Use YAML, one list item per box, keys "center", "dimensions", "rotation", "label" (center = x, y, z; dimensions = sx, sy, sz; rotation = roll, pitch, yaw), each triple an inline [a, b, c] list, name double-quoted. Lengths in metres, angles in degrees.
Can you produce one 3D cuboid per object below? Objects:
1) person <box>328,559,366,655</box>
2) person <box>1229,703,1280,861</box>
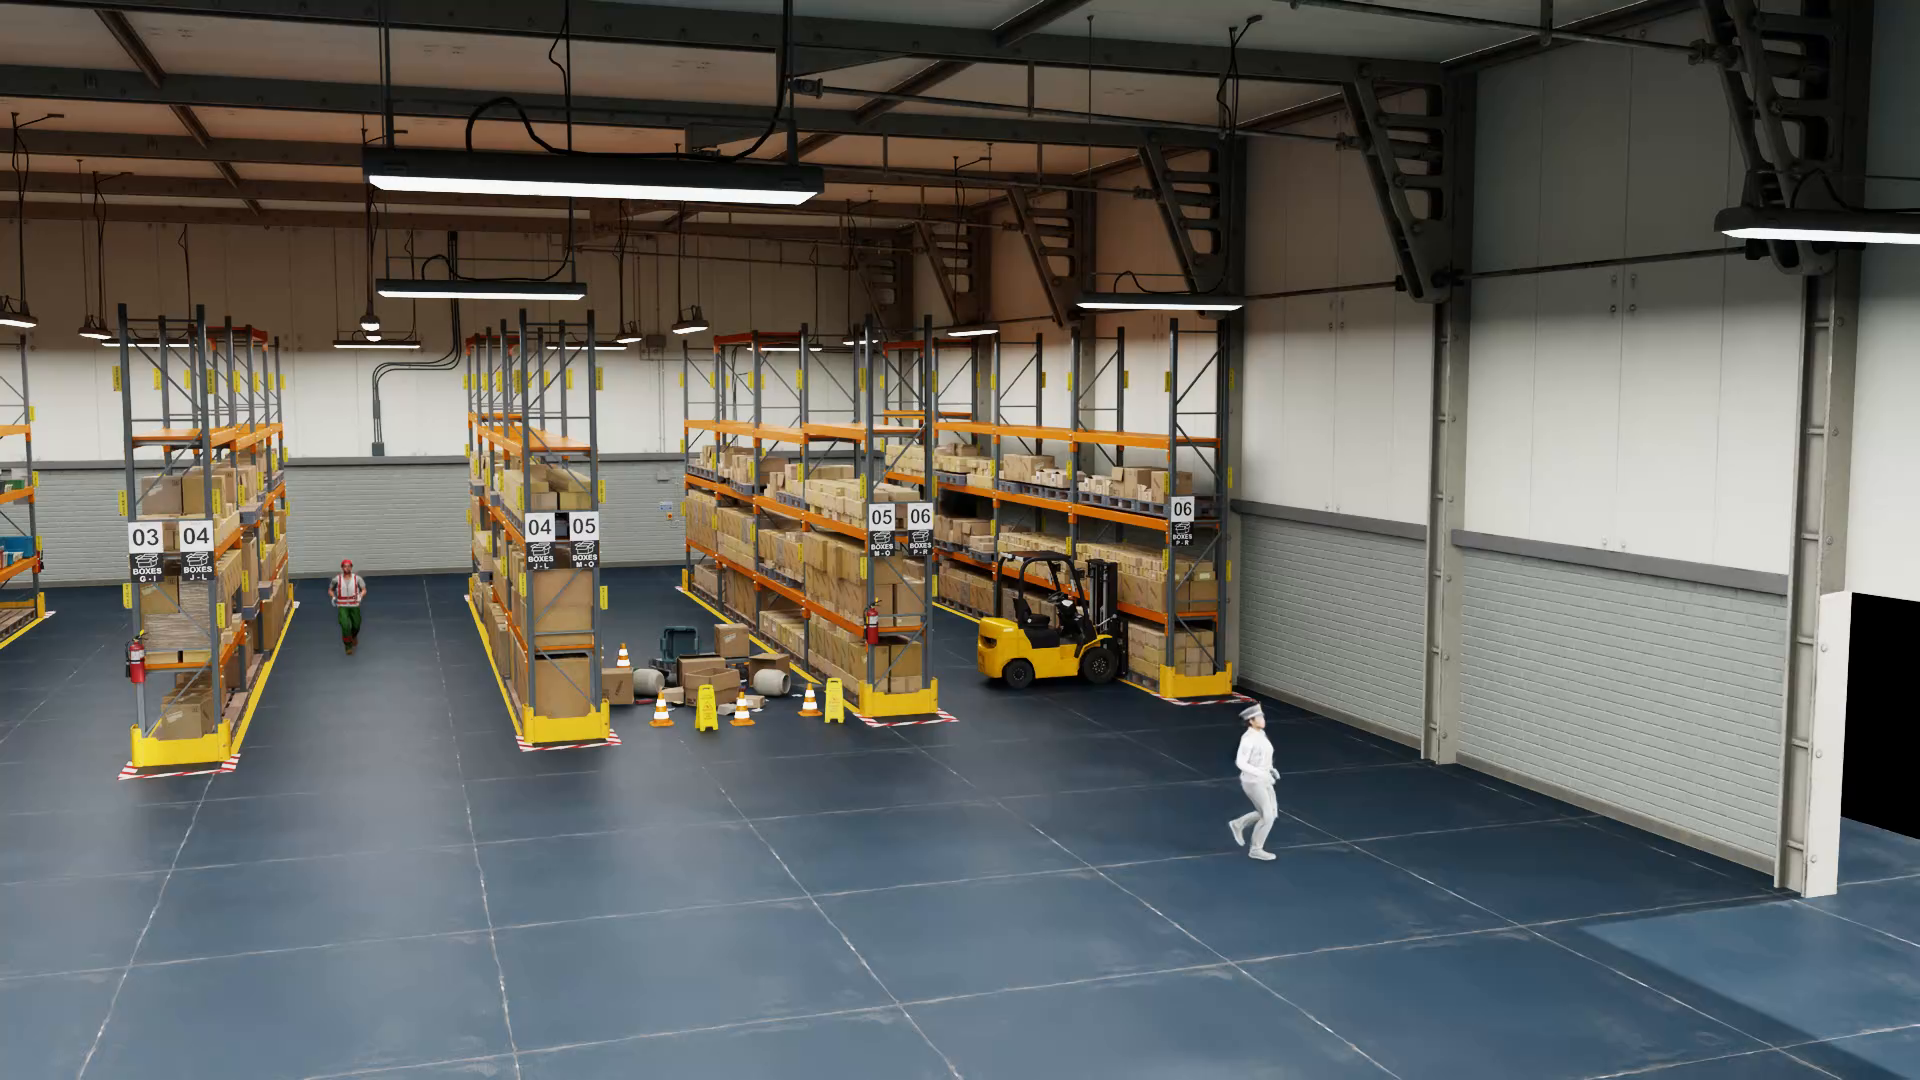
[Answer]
- center: [-11.310, 1.224, 30.718]
  dimensions: [0.659, 1.741, 0.709]
  rotation: [-2, 6, -23]
  label: "person"
- center: [3.093, 2.526, 17.465]
  dimensions: [0.558, 1.646, 0.613]
  rotation: [3, 6, 29]
  label: "person"
